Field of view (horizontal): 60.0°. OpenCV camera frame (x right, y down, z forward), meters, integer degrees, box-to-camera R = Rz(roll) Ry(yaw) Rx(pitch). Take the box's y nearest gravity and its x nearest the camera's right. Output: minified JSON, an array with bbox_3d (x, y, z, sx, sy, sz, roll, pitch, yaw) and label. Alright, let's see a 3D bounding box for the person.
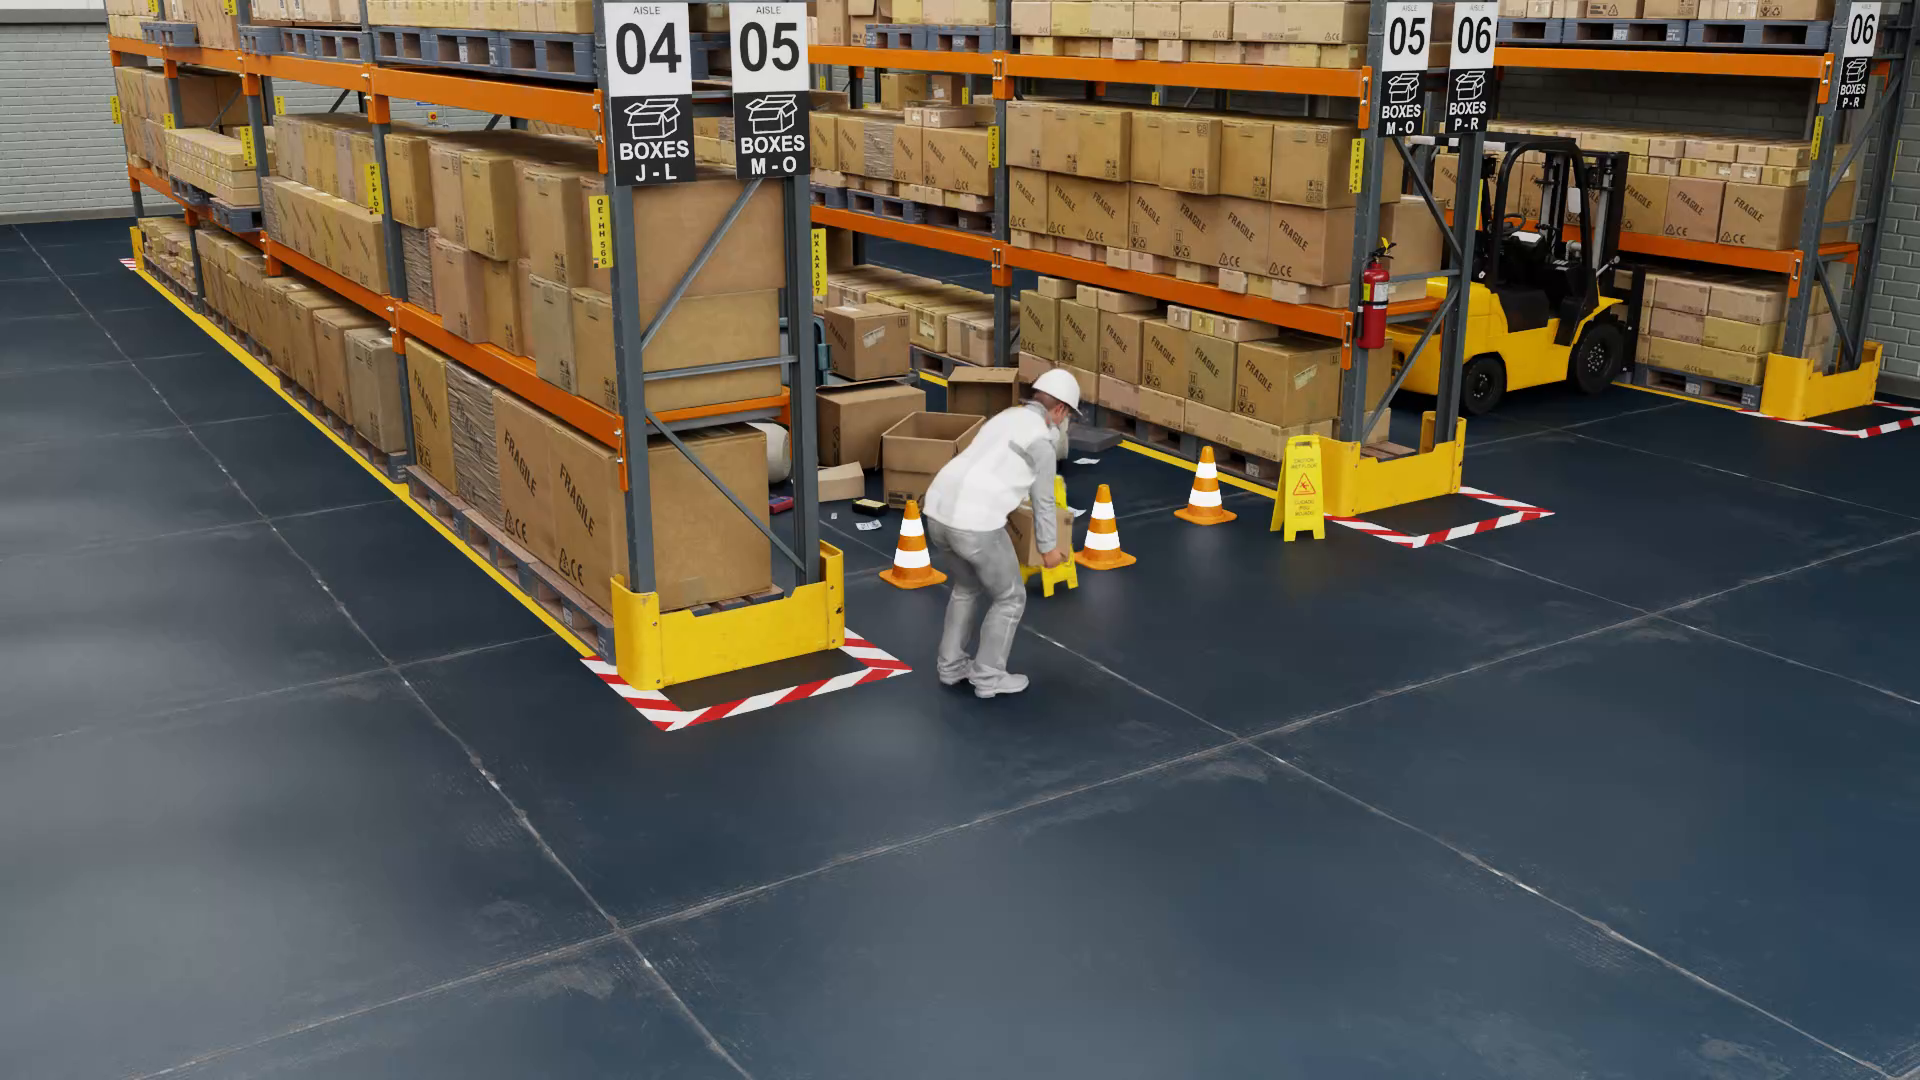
[{"bbox_3d":[0.228,-0.040,8.046,0.842,1.525,0.472,-12,21,-33],"label":"person"}]
